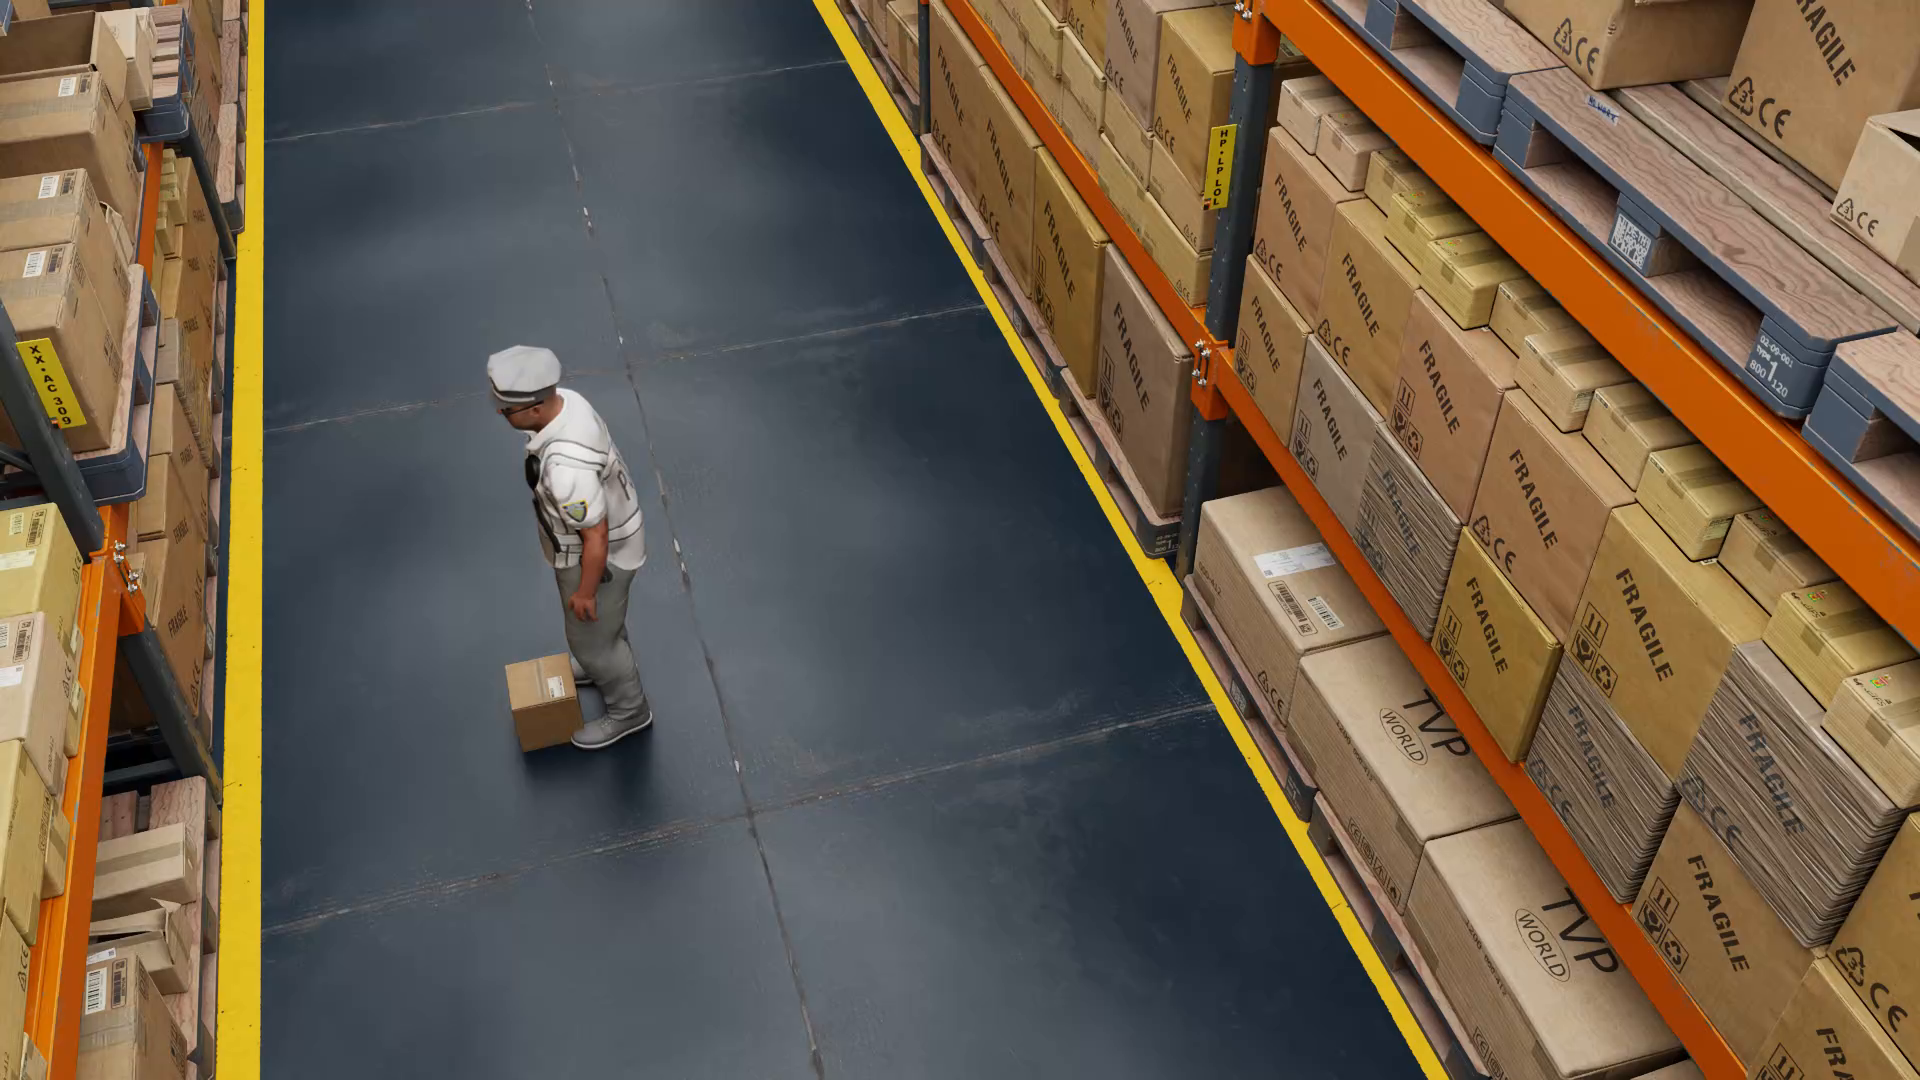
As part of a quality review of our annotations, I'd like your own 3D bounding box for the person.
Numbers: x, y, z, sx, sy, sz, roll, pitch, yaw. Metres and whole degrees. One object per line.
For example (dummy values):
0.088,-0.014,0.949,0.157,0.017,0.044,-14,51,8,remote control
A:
-1.379,0.023,6.128,0.434,1.748,0.588,-12,43,-13,person
